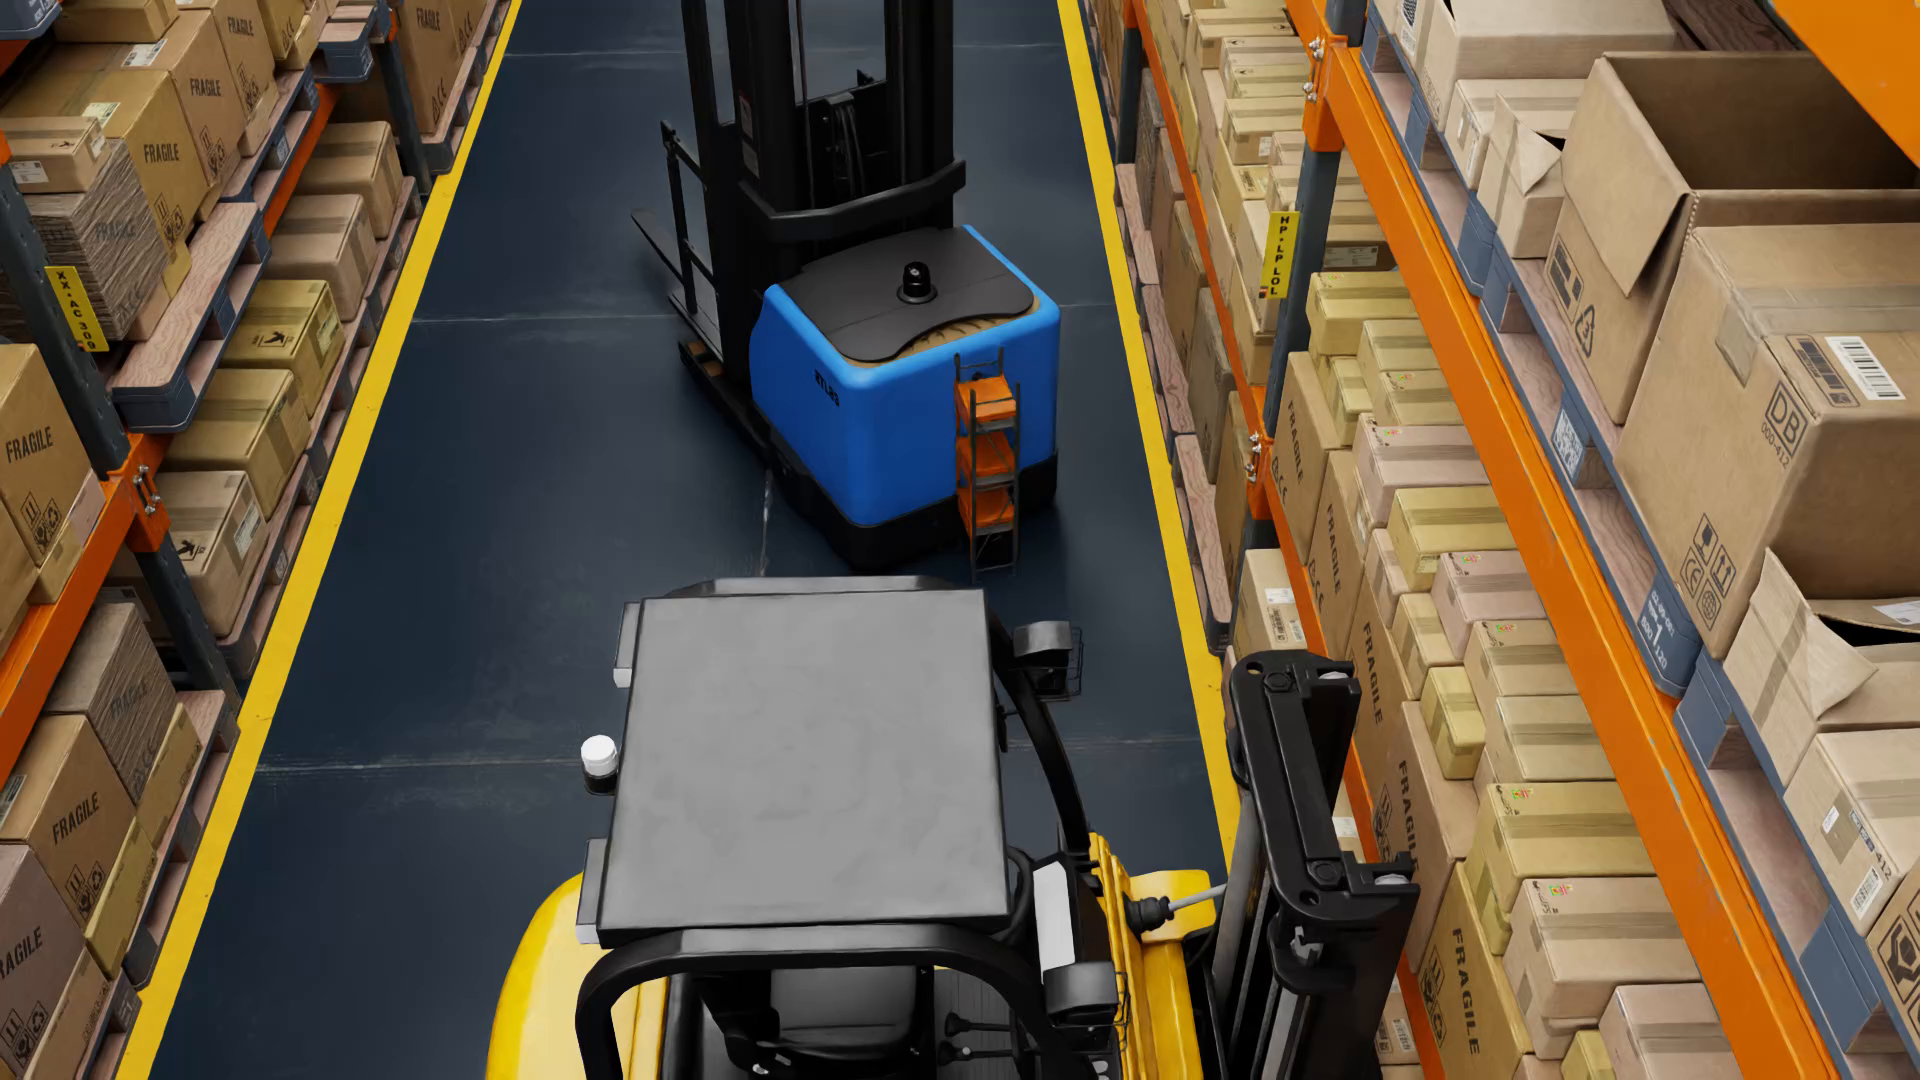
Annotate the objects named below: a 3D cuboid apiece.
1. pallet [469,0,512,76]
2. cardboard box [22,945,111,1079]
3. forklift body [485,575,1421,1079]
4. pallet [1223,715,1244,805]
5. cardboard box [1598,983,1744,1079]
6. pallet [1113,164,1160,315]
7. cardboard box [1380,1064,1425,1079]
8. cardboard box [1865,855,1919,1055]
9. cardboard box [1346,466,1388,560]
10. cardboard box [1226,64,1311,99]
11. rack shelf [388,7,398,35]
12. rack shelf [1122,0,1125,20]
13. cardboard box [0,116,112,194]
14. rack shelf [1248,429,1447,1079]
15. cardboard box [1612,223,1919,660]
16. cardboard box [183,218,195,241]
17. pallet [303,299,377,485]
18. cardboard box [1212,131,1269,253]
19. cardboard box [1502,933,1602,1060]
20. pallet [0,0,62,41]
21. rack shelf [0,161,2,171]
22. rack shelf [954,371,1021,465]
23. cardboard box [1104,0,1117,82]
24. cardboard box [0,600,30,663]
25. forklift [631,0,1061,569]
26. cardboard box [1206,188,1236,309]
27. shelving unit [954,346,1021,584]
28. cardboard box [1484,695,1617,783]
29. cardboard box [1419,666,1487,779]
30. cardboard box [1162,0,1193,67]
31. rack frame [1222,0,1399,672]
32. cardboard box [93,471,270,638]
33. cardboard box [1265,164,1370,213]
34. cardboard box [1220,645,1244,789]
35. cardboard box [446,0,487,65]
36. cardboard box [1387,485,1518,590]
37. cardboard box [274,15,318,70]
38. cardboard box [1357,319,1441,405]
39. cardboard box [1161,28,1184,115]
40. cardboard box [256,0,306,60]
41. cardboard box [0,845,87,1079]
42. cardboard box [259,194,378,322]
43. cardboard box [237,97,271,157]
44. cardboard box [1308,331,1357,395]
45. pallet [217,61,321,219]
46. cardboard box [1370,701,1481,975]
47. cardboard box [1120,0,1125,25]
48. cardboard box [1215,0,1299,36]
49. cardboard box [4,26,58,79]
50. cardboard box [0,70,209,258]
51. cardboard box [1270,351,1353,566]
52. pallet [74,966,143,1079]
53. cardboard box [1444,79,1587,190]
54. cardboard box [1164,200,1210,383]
[{"bbox_3d":[-3.559,-3.428,10.984,1.003,0.211,1.213,-2,43,-2],"label":"pallet"},{"bbox_3d":[-3.039,1.553,5.210,0.500,0.250,0.500,-1,43,-1],"label":"cardboard box"},{"bbox_3d":[-0.156,1.241,4.455,2.313,2.155,1.214,-2,43,-2],"label":"forklift body"},{"bbox_3d":[1.569,1.021,6.129,1.003,0.211,1.213,-2,43,-2],"label":"pallet"},{"bbox_3d":[1.505,1.022,3.290,0.380,0.149,0.250,-1,43,-2],"label":"cardboard box"},{"bbox_3d":[1.403,-1.660,9.055,1.003,0.211,1.213,-2,43,-2],"label":"pallet"},{"bbox_3d":[1.357,1.659,4.354,0.500,0.250,0.500,-1,43,-1],"label":"cardboard box"},{"bbox_3d":[1.485,0.529,1.924,0.500,0.500,0.500,0,43,0],"label":"cardboard box"},{"bbox_3d":[1.316,-0.080,4.713,0.380,0.149,0.250,-1,43,-1],"label":"cardboard box"},{"bbox_3d":[1.262,-1.738,6.522,0.380,0.149,0.250,-3,43,-3],"label":"cardboard box"},{"bbox_3d":[-3.637,-4.185,10.278,1.077,0.370,4.000,-2,43,-2],"label":"rack shelf"},{"bbox_3d":[1.322,-4.330,10.436,1.077,0.370,4.000,-2,43,-2],"label":"rack shelf"},{"bbox_3d":[-3.049,-1.268,5.478,0.380,0.149,0.250,-2,43,-2],"label":"cardboard box"},{"bbox_3d":[1.662,1.070,4.544,1.077,0.370,4.000,-2,43,-2],"label":"rack shelf"},{"bbox_3d":[1.541,-0.165,2.681,0.700,0.500,0.500,-1,43,-2],"label":"cardboard box"},{"bbox_3d":[-3.180,-1.202,6.367,0.380,0.149,0.250,1,43,1],"label":"cardboard box"},{"bbox_3d":[-3.471,-0.723,8.032,1.003,0.211,1.213,-2,43,-2],"label":"pallet"},{"bbox_3d":[1.272,-1.345,6.388,0.500,0.250,0.500,-3,43,-3],"label":"cardboard box"},{"bbox_3d":[1.404,0.958,3.580,0.380,0.149,0.250,-3,43,-3],"label":"cardboard box"},{"bbox_3d":[-3.302,-1.856,5.124,1.213,0.211,1.003,-2,43,-2],"label":"pallet"},{"bbox_3d":[-3.297,0.110,3.373,1.077,0.370,4.000,-2,43,-2],"label":"rack shelf"},{"bbox_3d":[0.110,-0.495,6.757,0.215,0.259,0.240,-11,44,-11],"label":"rack shelf"},{"bbox_3d":[1.164,-3.096,10.097,0.500,0.500,0.500,-2,43,-2],"label":"cardboard box"},{"bbox_3d":[-3.113,0.247,5.096,0.380,0.149,0.250,-1,43,-2],"label":"cardboard box"},{"bbox_3d":[-0.739,-1.940,7.347,1.130,2.935,3.031,-21,47,-22],"label":"forklift"},{"bbox_3d":[1.267,-1.162,6.558,0.500,0.250,0.500,-2,43,-2],"label":"cardboard box"},{"bbox_3d":[0.113,-0.294,6.942,0.215,1.050,0.252,-11,44,-11],"label":"shelving unit"},{"bbox_3d":[1.450,0.499,3.862,0.380,0.149,0.250,-1,43,-1],"label":"cardboard box"},{"bbox_3d":[1.374,0.446,4.139,0.380,0.149,0.250,-2,43,-3],"label":"cardboard box"},{"bbox_3d":[1.206,-2.376,7.513,0.500,0.250,0.500,-3,43,-3],"label":"cardboard box"},{"bbox_3d":[1.577,-0.545,5.774,1.000,3.000,0.127,-2,43,-2],"label":"rack frame"},{"bbox_3d":[-3.407,0.060,6.748,0.950,0.372,0.625,-1,43,-1],"label":"cardboard box"},{"bbox_3d":[1.312,-1.219,5.955,0.380,0.149,0.250,-2,43,-2],"label":"cardboard box"},{"bbox_3d":[1.267,0.650,6.195,0.500,0.250,0.500,-1,43,-1],"label":"cardboard box"},{"bbox_3d":[-3.532,-3.543,10.307,0.875,0.875,0.875,-1,43,-1],"label":"cardboard box"},{"bbox_3d":[1.362,-0.010,4.416,0.380,0.149,0.250,-2,43,-2],"label":"cardboard box"},{"bbox_3d":[-3.135,-2.245,7.504,0.380,0.149,0.250,-1,43,-1],"label":"cardboard box"},{"bbox_3d":[1.413,-0.533,4.987,0.380,0.149,0.250,-1,43,-1],"label":"cardboard box"},{"bbox_3d":[1.227,-2.196,7.687,0.500,0.250,0.500,-3,43,-3],"label":"cardboard box"},{"bbox_3d":[-3.199,-2.413,7.208,0.500,0.500,0.500,-4,43,-5],"label":"cardboard box"},{"bbox_3d":[-3.043,1.262,4.972,0.500,0.500,0.500,0,43,0],"label":"cardboard box"},{"bbox_3d":[-3.498,-1.407,8.348,0.950,0.372,0.625,-2,43,-3],"label":"cardboard box"},{"bbox_3d":[-3.117,-1.725,6.937,0.380,0.149,0.250,0,43,0],"label":"cardboard box"},{"bbox_3d":[1.328,-0.598,5.278,0.380,0.149,0.250,-2,43,-2],"label":"cardboard box"},{"bbox_3d":[-3.427,-1.694,7.170,1.003,0.211,1.213,-2,43,-2],"label":"pallet"},{"bbox_3d":[1.397,0.758,4.278,0.500,0.500,0.500,-1,43,-2],"label":"cardboard box"},{"bbox_3d":[1.133,-3.044,9.560,0.380,0.149,0.250,-4,43,-4],"label":"cardboard box"},{"bbox_3d":[1.299,-2.254,7.085,0.380,0.149,0.250,-2,43,-2],"label":"cardboard box"},{"bbox_3d":[-3.669,-1.690,6.418,0.500,0.500,0.500,0,43,0],"label":"cardboard box"},{"bbox_3d":[-3.137,-1.364,6.063,0.500,0.500,0.500,-2,43,-2],"label":"cardboard box"},{"bbox_3d":[1.335,-0.275,5.405,0.500,0.500,0.500,-3,43,-3],"label":"cardboard box"},{"bbox_3d":[-3.263,1.906,5.164,1.003,0.211,1.213,-2,43,-2],"label":"pallet"},{"bbox_3d":[1.325,-0.919,3.764,0.380,0.149,0.250,0,43,-1],"label":"cardboard box"},{"bbox_3d":[1.484,-1.208,7.944,0.875,0.625,0.625,-3,43,-4],"label":"cardboard box"}]
